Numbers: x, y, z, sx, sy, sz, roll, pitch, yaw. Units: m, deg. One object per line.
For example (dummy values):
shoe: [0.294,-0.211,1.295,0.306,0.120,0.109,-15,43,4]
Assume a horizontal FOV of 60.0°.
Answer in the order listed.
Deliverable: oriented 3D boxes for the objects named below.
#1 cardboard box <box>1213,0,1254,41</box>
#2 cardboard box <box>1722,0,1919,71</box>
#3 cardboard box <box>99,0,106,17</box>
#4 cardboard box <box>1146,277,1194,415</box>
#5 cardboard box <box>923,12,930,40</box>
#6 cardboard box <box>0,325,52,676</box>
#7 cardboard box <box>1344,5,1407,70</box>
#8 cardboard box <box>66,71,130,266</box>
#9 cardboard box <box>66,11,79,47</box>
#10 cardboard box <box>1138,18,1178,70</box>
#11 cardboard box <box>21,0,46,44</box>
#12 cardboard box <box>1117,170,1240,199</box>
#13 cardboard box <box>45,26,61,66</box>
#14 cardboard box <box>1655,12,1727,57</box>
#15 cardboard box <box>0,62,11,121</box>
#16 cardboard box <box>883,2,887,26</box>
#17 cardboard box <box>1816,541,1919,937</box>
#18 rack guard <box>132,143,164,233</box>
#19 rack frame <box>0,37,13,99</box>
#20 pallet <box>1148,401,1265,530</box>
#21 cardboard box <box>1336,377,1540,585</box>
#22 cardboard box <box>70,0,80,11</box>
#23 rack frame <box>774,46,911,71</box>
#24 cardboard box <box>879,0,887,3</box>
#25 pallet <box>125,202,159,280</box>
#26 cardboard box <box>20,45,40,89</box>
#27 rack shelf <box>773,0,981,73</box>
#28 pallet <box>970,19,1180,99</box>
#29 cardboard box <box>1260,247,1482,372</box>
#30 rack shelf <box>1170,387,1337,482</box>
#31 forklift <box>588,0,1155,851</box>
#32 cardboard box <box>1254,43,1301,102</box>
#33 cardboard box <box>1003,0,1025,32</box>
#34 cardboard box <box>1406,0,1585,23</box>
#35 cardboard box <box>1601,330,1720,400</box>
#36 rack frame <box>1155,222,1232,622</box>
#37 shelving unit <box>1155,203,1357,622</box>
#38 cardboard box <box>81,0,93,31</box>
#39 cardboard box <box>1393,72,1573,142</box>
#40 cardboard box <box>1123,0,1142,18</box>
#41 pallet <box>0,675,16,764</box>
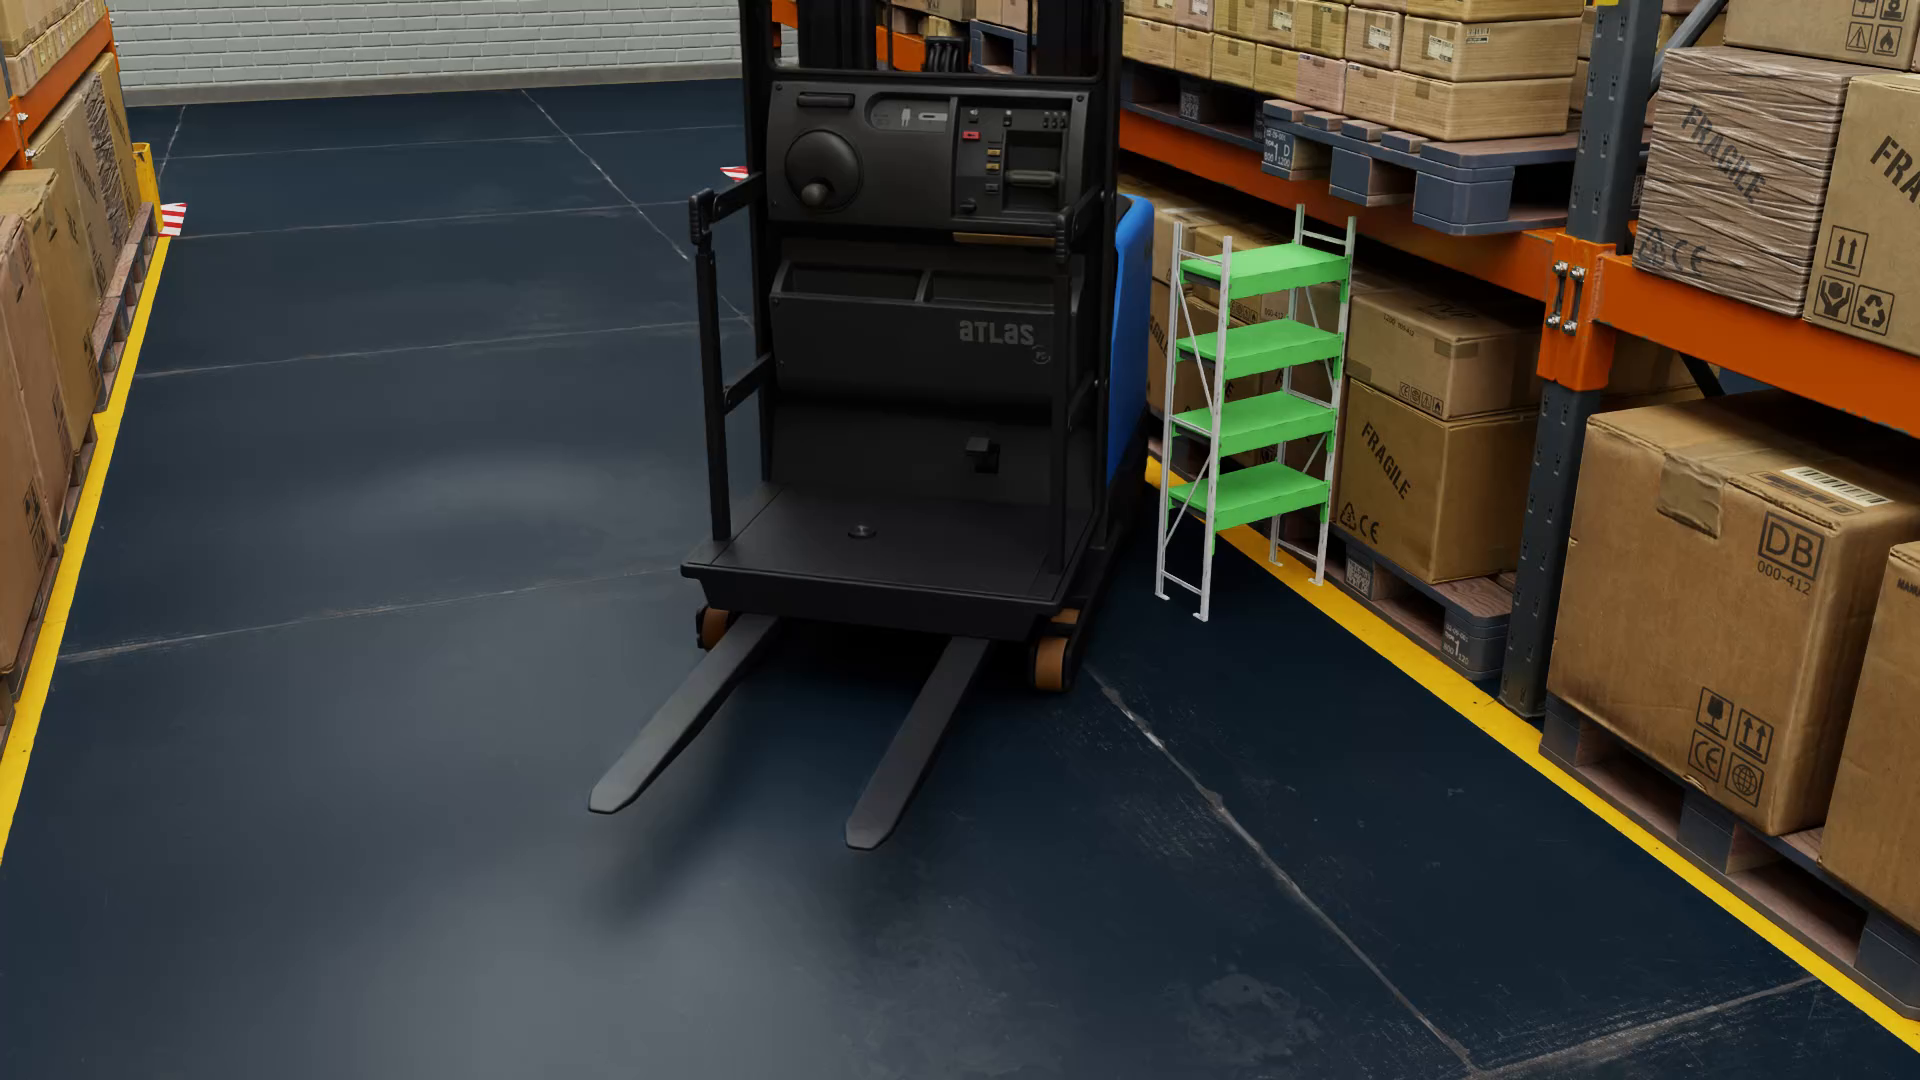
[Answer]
cardboard box: [1.032,-1.679,5.271,0.380,0.149,0.250,-9,24,-19]
cardboard box: [2.147,-1.316,3.594,0.700,0.500,0.500,-8,24,-19]
cardboard box: [-5.070,-3.036,9.416,0.380,0.149,0.250,-8,24,-18]
cardboard box: [0.984,-0.783,6.424,0.500,0.500,0.500,-8,24,-18]
cardboard box: [0.033,-2.567,8.301,0.380,0.149,0.250,-7,24,-17]
cardboard box: [-3.210,-0.123,4.374,1.225,0.875,0.875,-8,24,-19]
cardboard box: [1.301,-1.402,4.614,0.380,0.149,0.250,-7,24,-17]
cardboard box: [-4.882,-1.899,8.588,0.875,0.875,0.875,-8,24,-19]
cardboard box: [-4.531,-2.481,8.098,0.380,0.149,0.250,-8,24,-18]
cardboard box: [0.846,-1.733,5.782,0.380,0.149,0.250,-10,25,-21]
cardboard box: [-4.183,-2.239,7.010,0.500,0.250,0.500,-8,24,-19]
cardboard box: [0.789,-1.316,6.723,0.500,0.250,0.500,-8,24,-18]
cardboard box: [-4.256,-2.200,7.430,0.380,0.149,0.250,-9,24,-20]
cardboard box: [2.015,-1.391,4.589,0.380,0.149,0.250,-7,24,-17]
cardboard box: [-3.671,-1.697,5.785,0.500,0.500,0.500,-8,24,-19]
cardboard box: [-0.199,-2.858,8.993,0.380,0.149,0.250,-9,24,-20]
cardboard box: [2.441,0.420,3.246,1.050,0.750,0.750,-8,24,-18]
rack guard: [-5.513,-2.093,10.073,1.175,0.500,0.348,-8,24,-19]
rack frame: [-4.091,-1.783,6.118,1.000,3.000,0.127,-8,24,-19]
pallet: [1.296,-0.415,6.463,1.003,0.211,1.213,-8,24,-19]
cardboard box: [1.521,-0.218,5.084,0.500,0.500,0.500,-8,24,-19]
cardboard box: [-4.726,-2.795,8.331,0.500,0.250,0.500,-9,25,-21]
rack frame: [-0.828,-3.880,11.094,1.000,3.000,0.127,-8,24,-19]
cardboard box: [-0.207,-3.117,8.771,0.500,0.500,0.500,-8,24,-19]
pallet: [-5.149,-1.672,9.444,1.003,0.211,1.213,-8,24,-19]
cardboard box: [-3.977,-1.916,6.757,0.380,0.149,0.250,-9,25,-21]
rack shelf: [-0.122,-2.822,9.510,1.077,0.370,4.000,-8,24,-19]
pallet: [0.719,-2.041,6.977,1.003,0.211,1.213,-8,24,-19]
cardboard box: [1.322,-0.755,5.392,0.500,0.250,0.500,-8,24,-18]
rack shelf: [0.902,-0.333,5.159,0.480,0.148,0.258,-14,27,-30]
forklift: [-0.150,-1.079,4.537,1.130,2.935,3.031,5,23,13]
cardboard box: [1.132,-1.442,5.093,0.380,0.149,0.250,-9,24,-20]
cardboard box: [0.397,-2.198,6.887,0.380,0.149,0.250,-8,24,-18]
cardboard box: [1.396,-1.441,4.323,0.380,0.149,0.250,-9,25,-21]
cardboard box: [1.981,-0.644,5.129,0.500,0.250,0.500,-9,25,-21]
rack frame: [0.697,-0.340,5.012,0.015,1.200,0.240,-14,27,-30]
shelving unit: [0.902,-0.392,5.134,0.503,1.200,0.258,-14,27,-30]
cardboard box: [-4.802,-2.760,8.759,0.380,0.149,0.250,-8,24,-18]
cardboard box: [1.393,-1.167,4.440,0.380,0.149,0.250,-8,24,-18]
cardboard box: [0.762,-1.959,5.937,0.380,0.149,0.250,-9,24,-20]
pallet: [-2.886,0.659,3.916,1.003,0.211,1.213,-8,24,-19]
